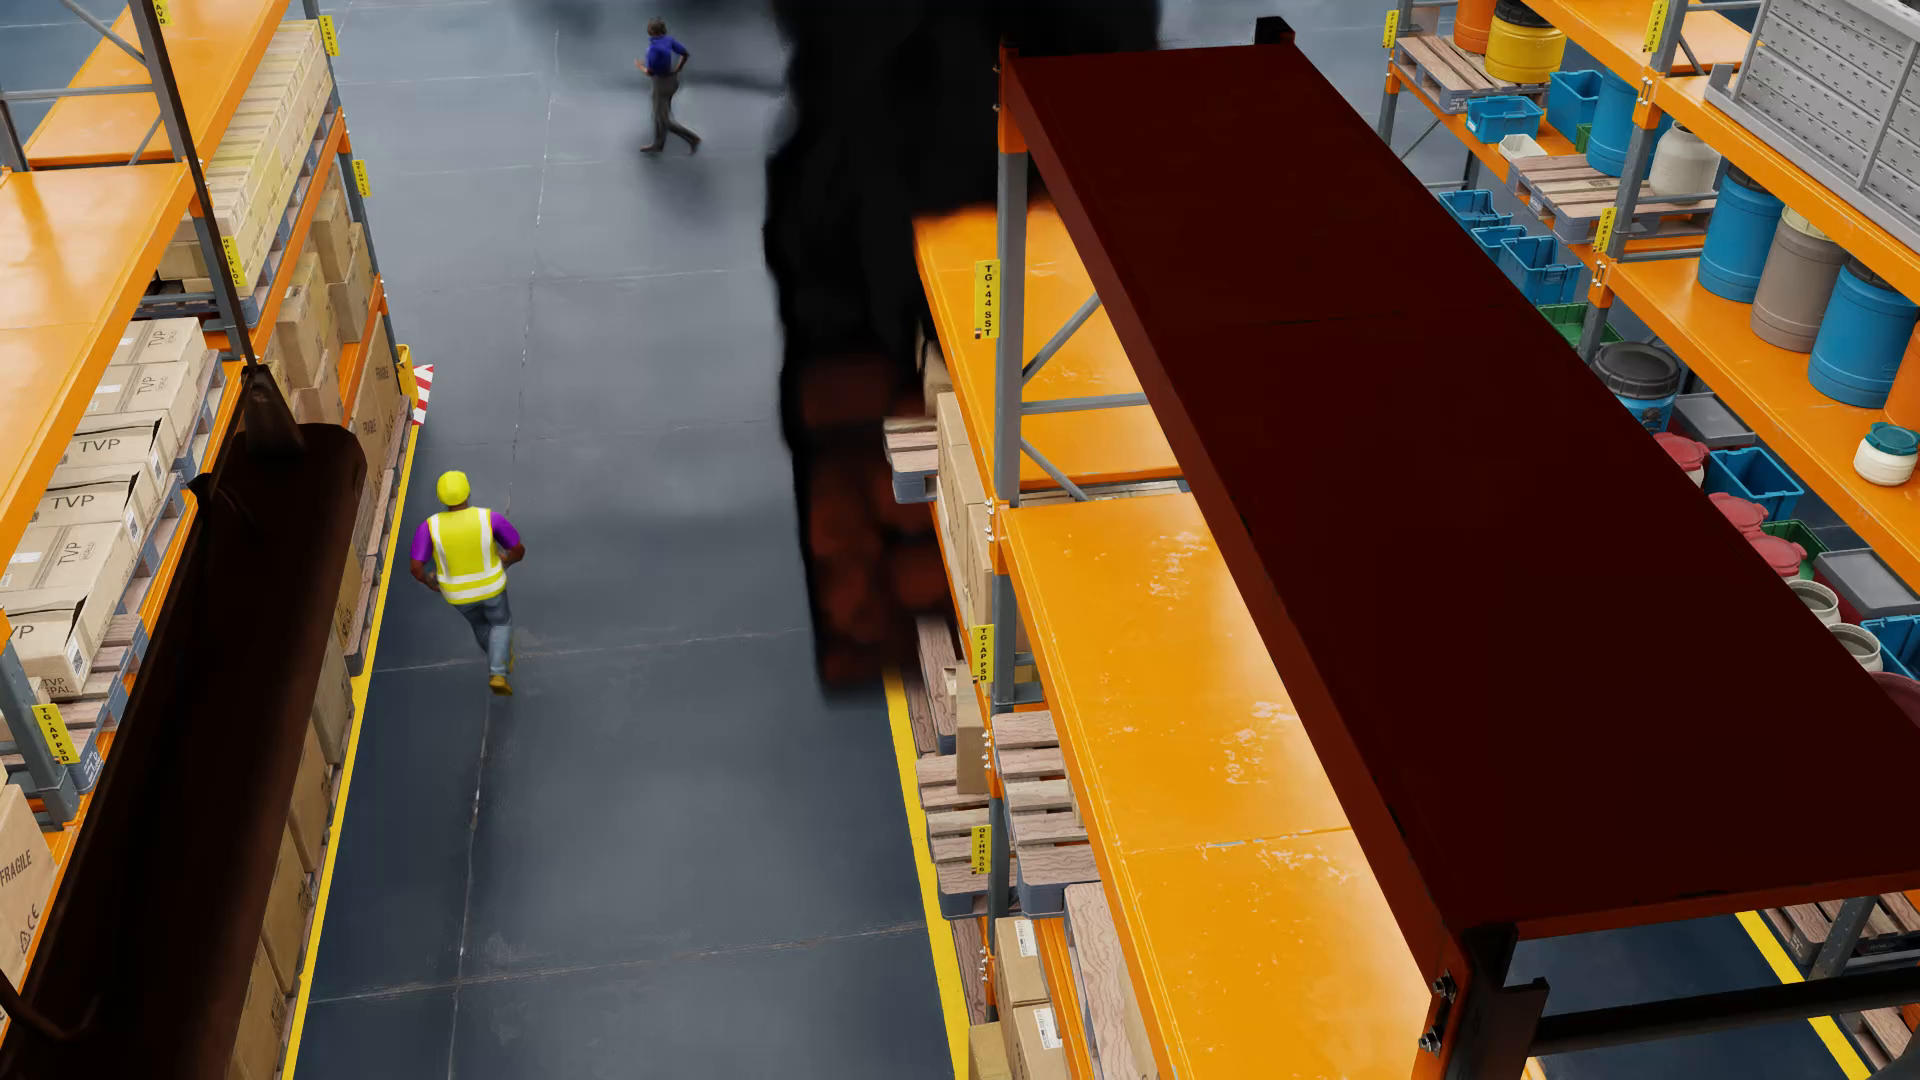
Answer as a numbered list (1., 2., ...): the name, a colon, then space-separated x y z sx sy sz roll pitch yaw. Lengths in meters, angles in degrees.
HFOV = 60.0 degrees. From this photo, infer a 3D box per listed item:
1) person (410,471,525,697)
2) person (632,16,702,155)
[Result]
1. person: -3.213 0.341 11.045 0.727 1.760 0.849 -9 37 -12
2. person: -3.374 -5.169 19.165 0.865 1.538 0.578 12 38 16
